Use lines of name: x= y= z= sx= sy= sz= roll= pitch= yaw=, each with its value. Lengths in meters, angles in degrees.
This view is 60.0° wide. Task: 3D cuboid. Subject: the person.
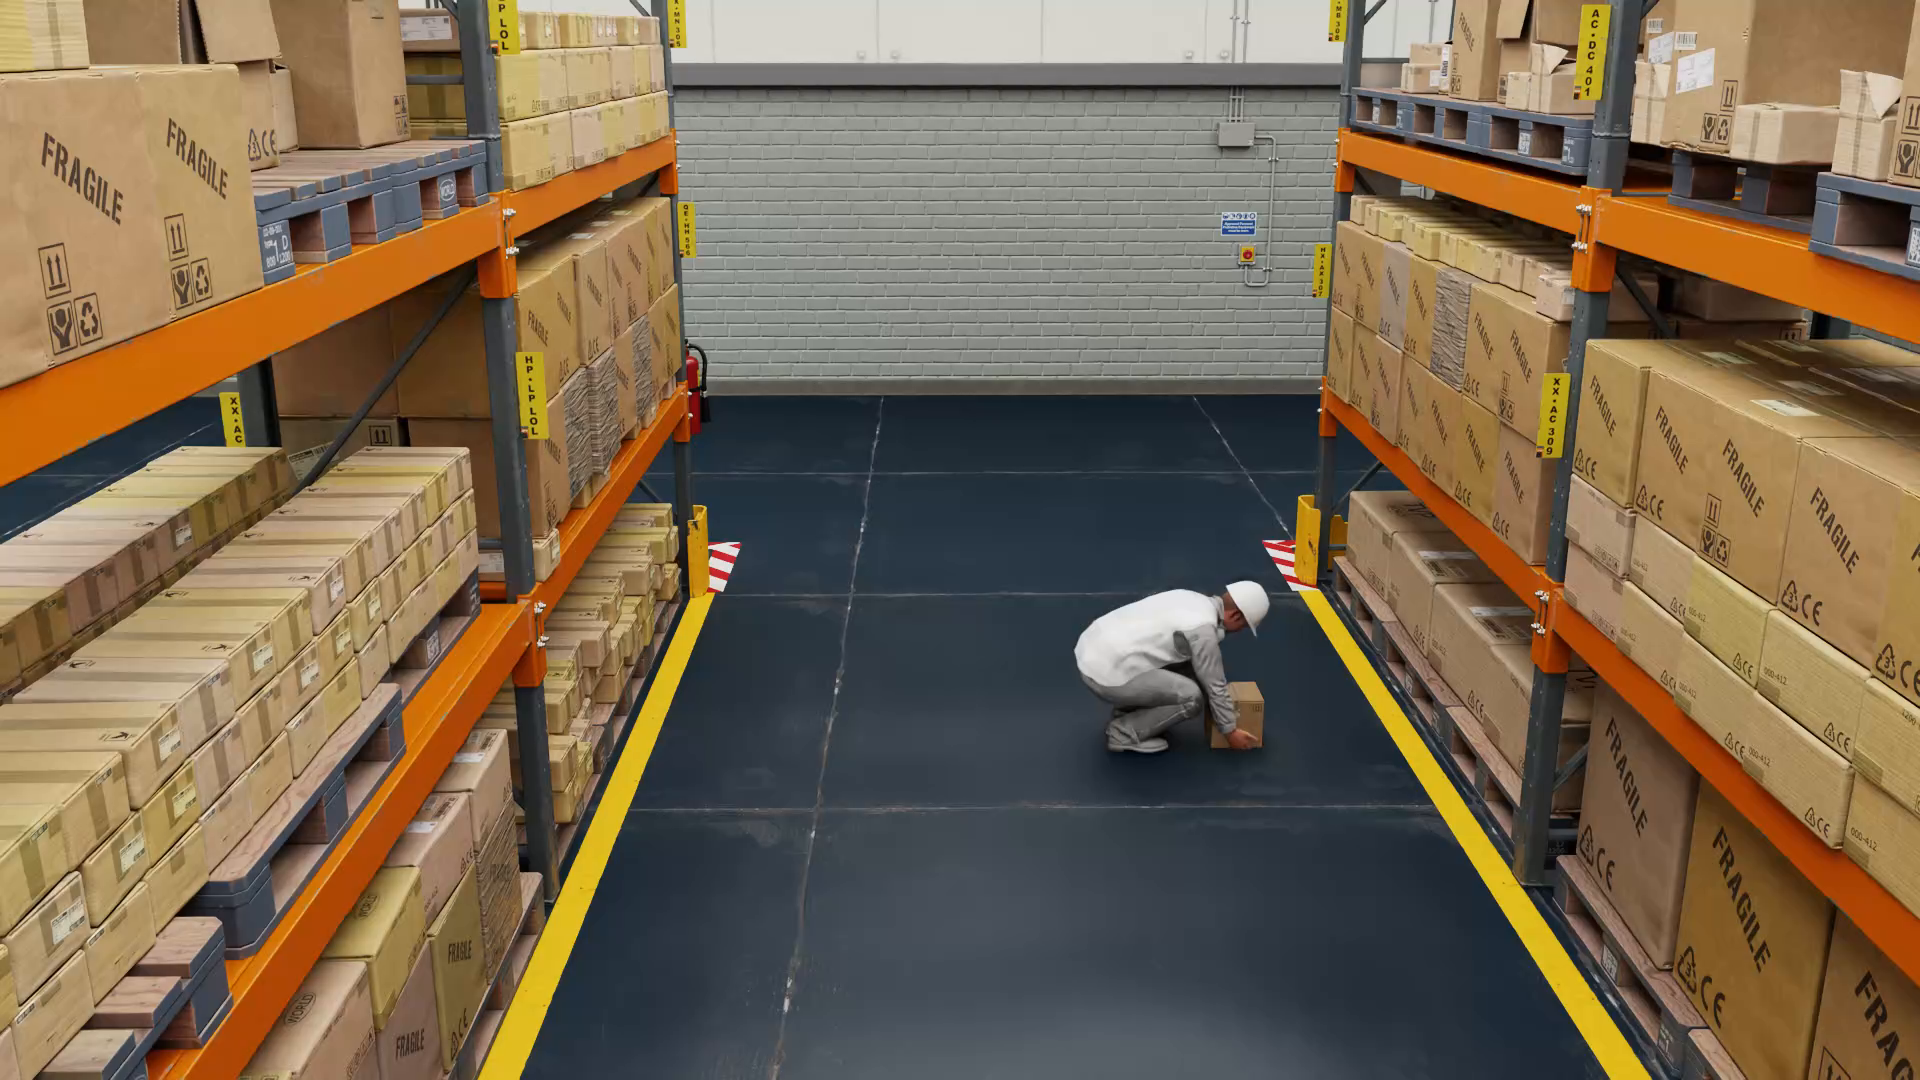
person: x=1.041 y=0.632 z=8.189 sx=0.945 sy=0.858 sz=0.519 roll=0 pitch=17 yaw=-1
